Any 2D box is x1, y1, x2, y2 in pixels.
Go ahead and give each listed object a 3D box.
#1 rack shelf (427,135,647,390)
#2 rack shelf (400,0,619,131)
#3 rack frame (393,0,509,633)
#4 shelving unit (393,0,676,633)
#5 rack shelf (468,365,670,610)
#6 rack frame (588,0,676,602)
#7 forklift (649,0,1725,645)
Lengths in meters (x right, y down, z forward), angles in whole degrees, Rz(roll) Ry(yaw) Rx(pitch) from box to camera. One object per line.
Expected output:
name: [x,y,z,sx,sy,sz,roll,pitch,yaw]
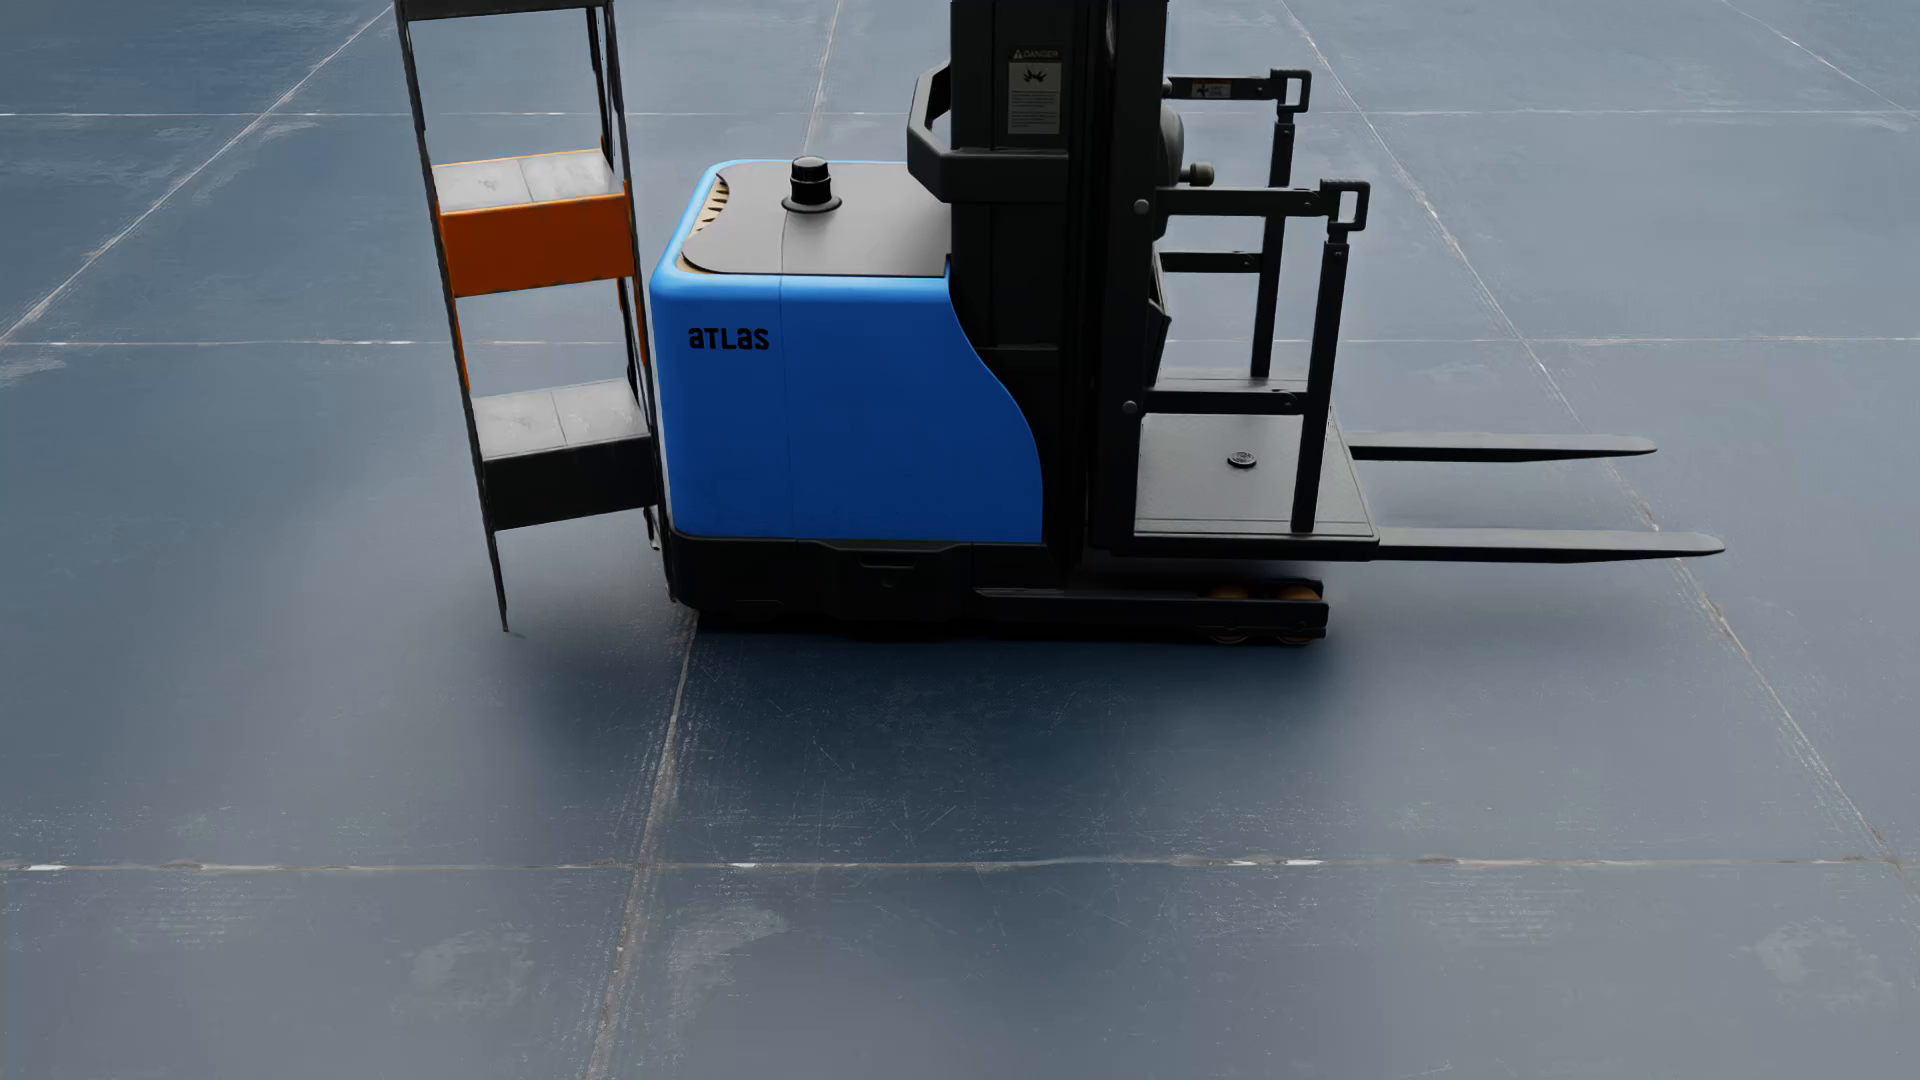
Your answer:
rack shelf: [-1.147,-0.759,4.502,0.480,0.518,0.431,-10,33,-16]
rack shelf: [-1.147,-1.357,4.138,0.480,0.518,0.431,-10,33,-16]
rack frame: [-1.378,-0.729,4.427,0.015,2.100,0.400,-10,33,-16]
shelving unit: [-1.147,-0.770,4.495,0.503,2.100,0.431,-10,33,-16]
rack shelf: [-1.147,-0.161,4.866,0.480,0.518,0.431,-10,33,-16]
rack frame: [-0.916,-0.812,4.563,0.015,2.100,0.400,-10,33,-16]
forklift: [0.698,-1.235,4.459,3.031,2.935,1.130,1,31,2]
